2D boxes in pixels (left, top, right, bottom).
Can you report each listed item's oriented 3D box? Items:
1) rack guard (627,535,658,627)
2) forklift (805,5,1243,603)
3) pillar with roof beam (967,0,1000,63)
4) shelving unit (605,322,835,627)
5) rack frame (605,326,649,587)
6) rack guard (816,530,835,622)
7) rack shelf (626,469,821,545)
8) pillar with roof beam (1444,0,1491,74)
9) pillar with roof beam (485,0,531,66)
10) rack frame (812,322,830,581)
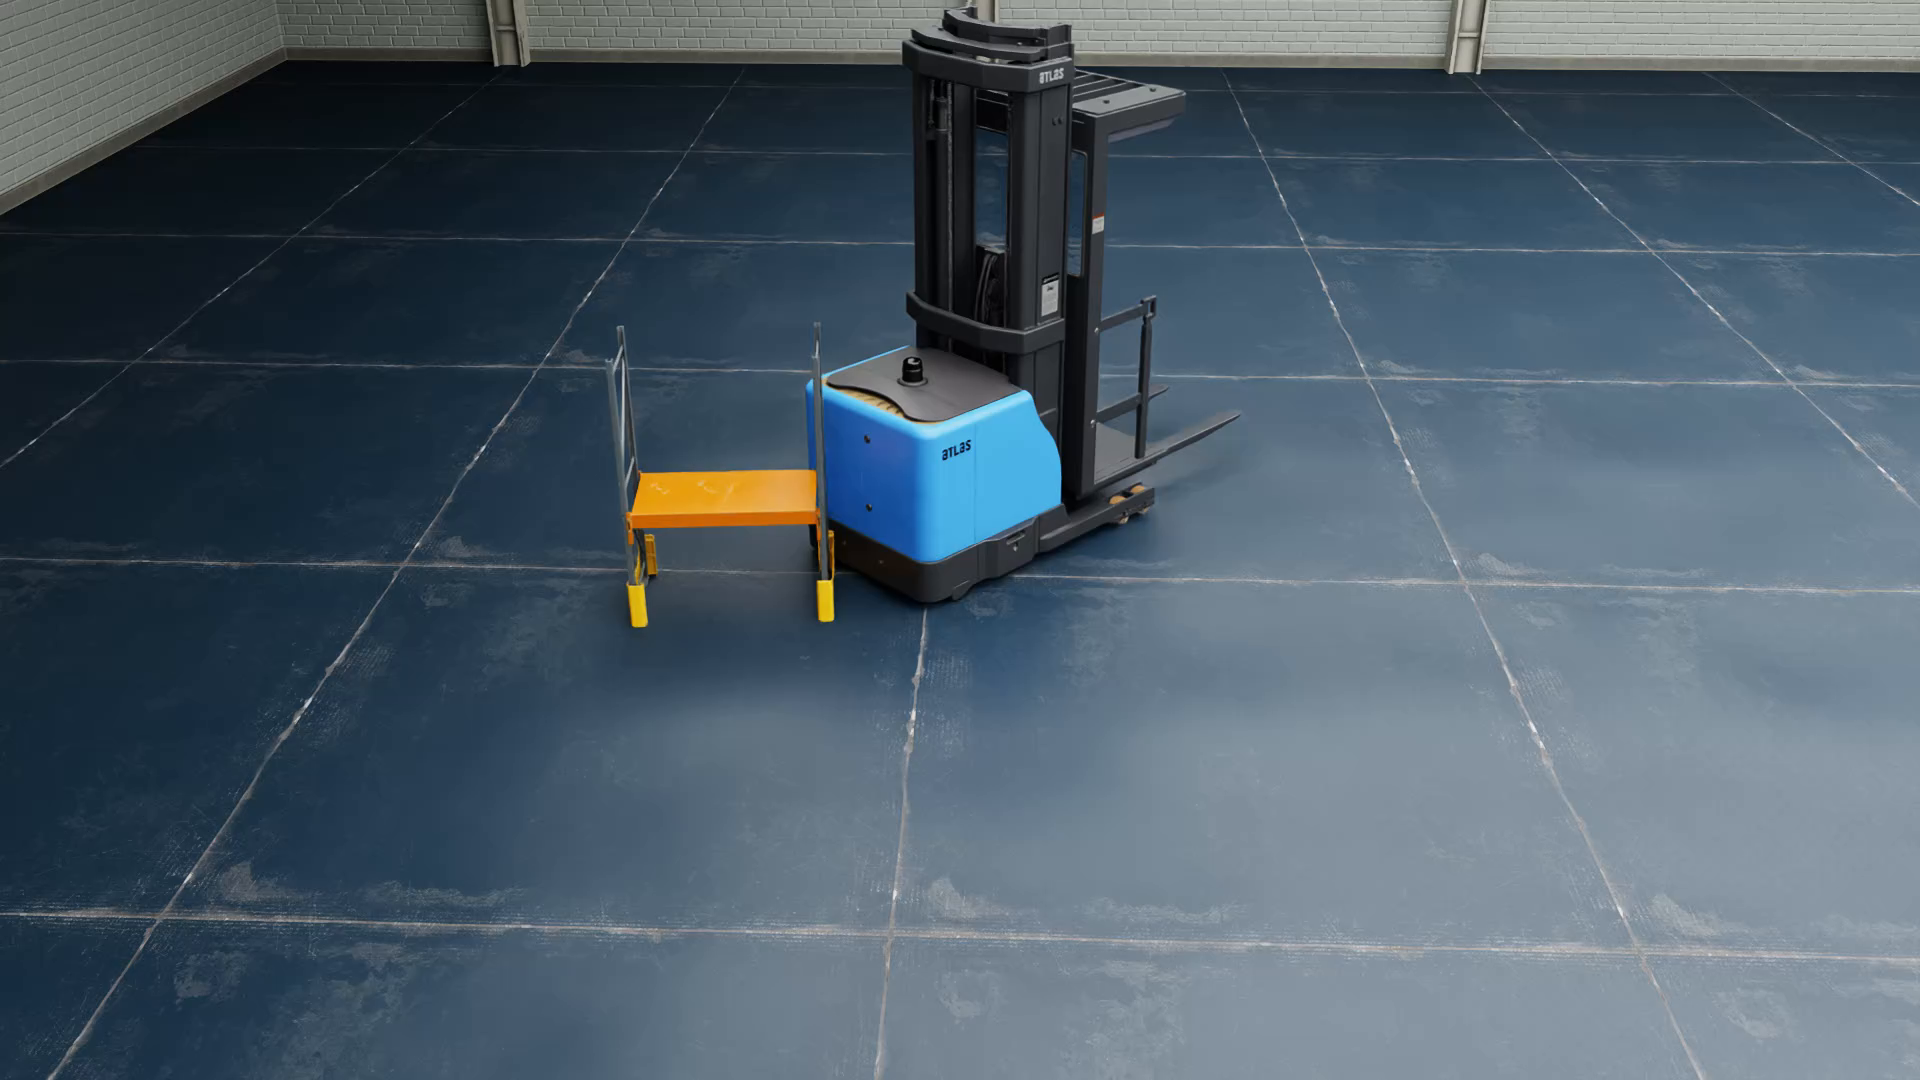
[{"bbox_3d":[-1.730,0.218,9.072,0.087,0.250,0.587,-1,28,-3],"label":"rack guard"},{"bbox_3d":[0.536,-1.546,9.538,3.031,2.935,1.130,-25,37,-38],"label":"forklift"},{"bbox_3d":[0.138,-7.937,15.114,0.400,9.000,9.100,1,28,2],"label":"pillar with roof beam"},{"bbox_3d":[-1.233,-0.347,8.803,1.083,1.500,0.587,-1,28,-3],"label":"shelving unit"},{"bbox_3d":[-1.750,-0.334,8.778,0.032,1.500,0.500,-1,28,-3],"label":"rack frame"},{"bbox_3d":[-0.736,0.193,9.119,0.087,0.250,0.587,-1,28,-3],"label":"rack guard"},{"bbox_3d":[-1.242,-0.188,8.886,1.000,0.185,0.538,-1,28,-3],"label":"rack shelf"},{"bbox_3d":[6.134,-7.837,14.927,0.400,9.000,9.100,1,28,2],"label":"pillar with roof beam"},{"bbox_3d":[-5.858,-8.036,15.301,0.400,9.000,9.100,1,28,2],"label":"pillar with roof beam"},{"bbox_3d":[-0.734,-0.359,8.827,0.032,1.500,0.500,-1,28,-3],"label":"rack frame"}]
